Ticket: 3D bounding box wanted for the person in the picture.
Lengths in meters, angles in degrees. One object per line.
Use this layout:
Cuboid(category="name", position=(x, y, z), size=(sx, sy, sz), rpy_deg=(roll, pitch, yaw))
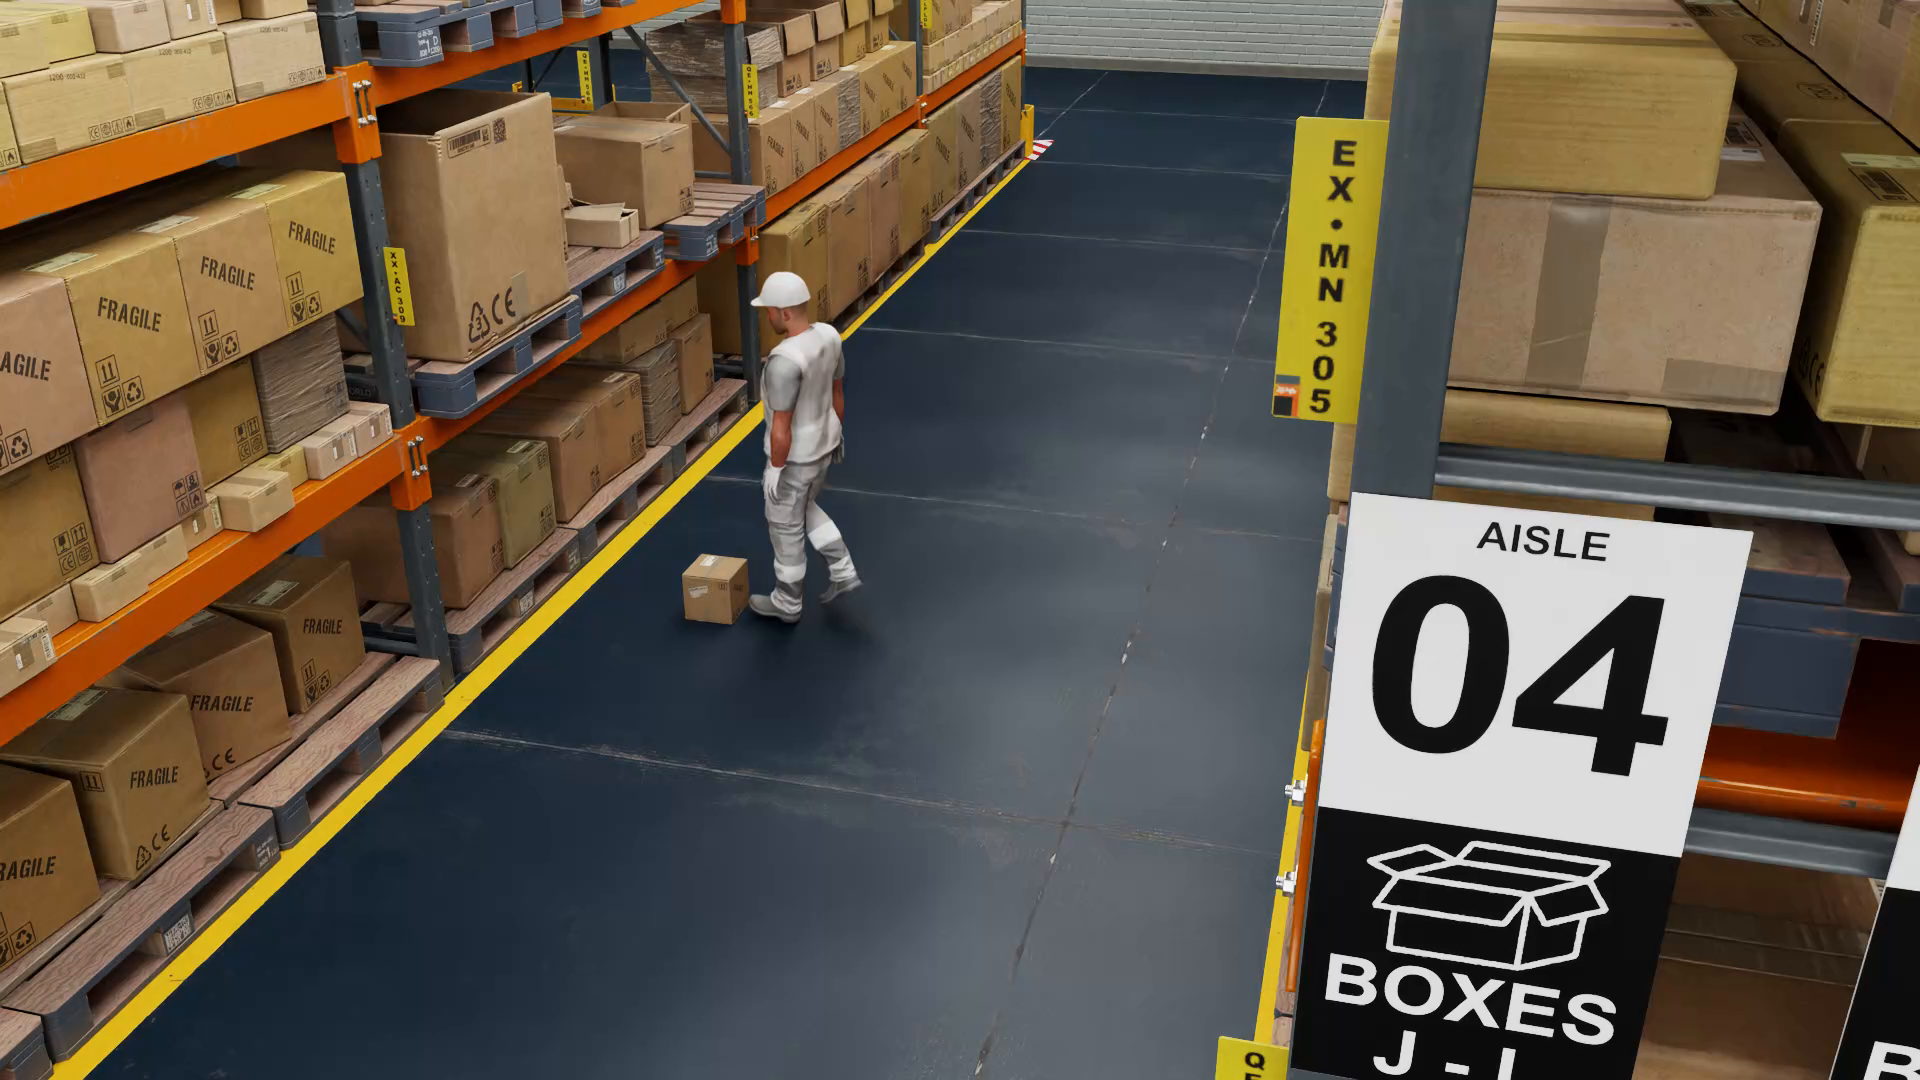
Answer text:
Cuboid(category="person", position=(-0.805, -0.423, 7.938), size=(0.554, 1.785, 0.577), rpy_deg=(12, 28, 24))
